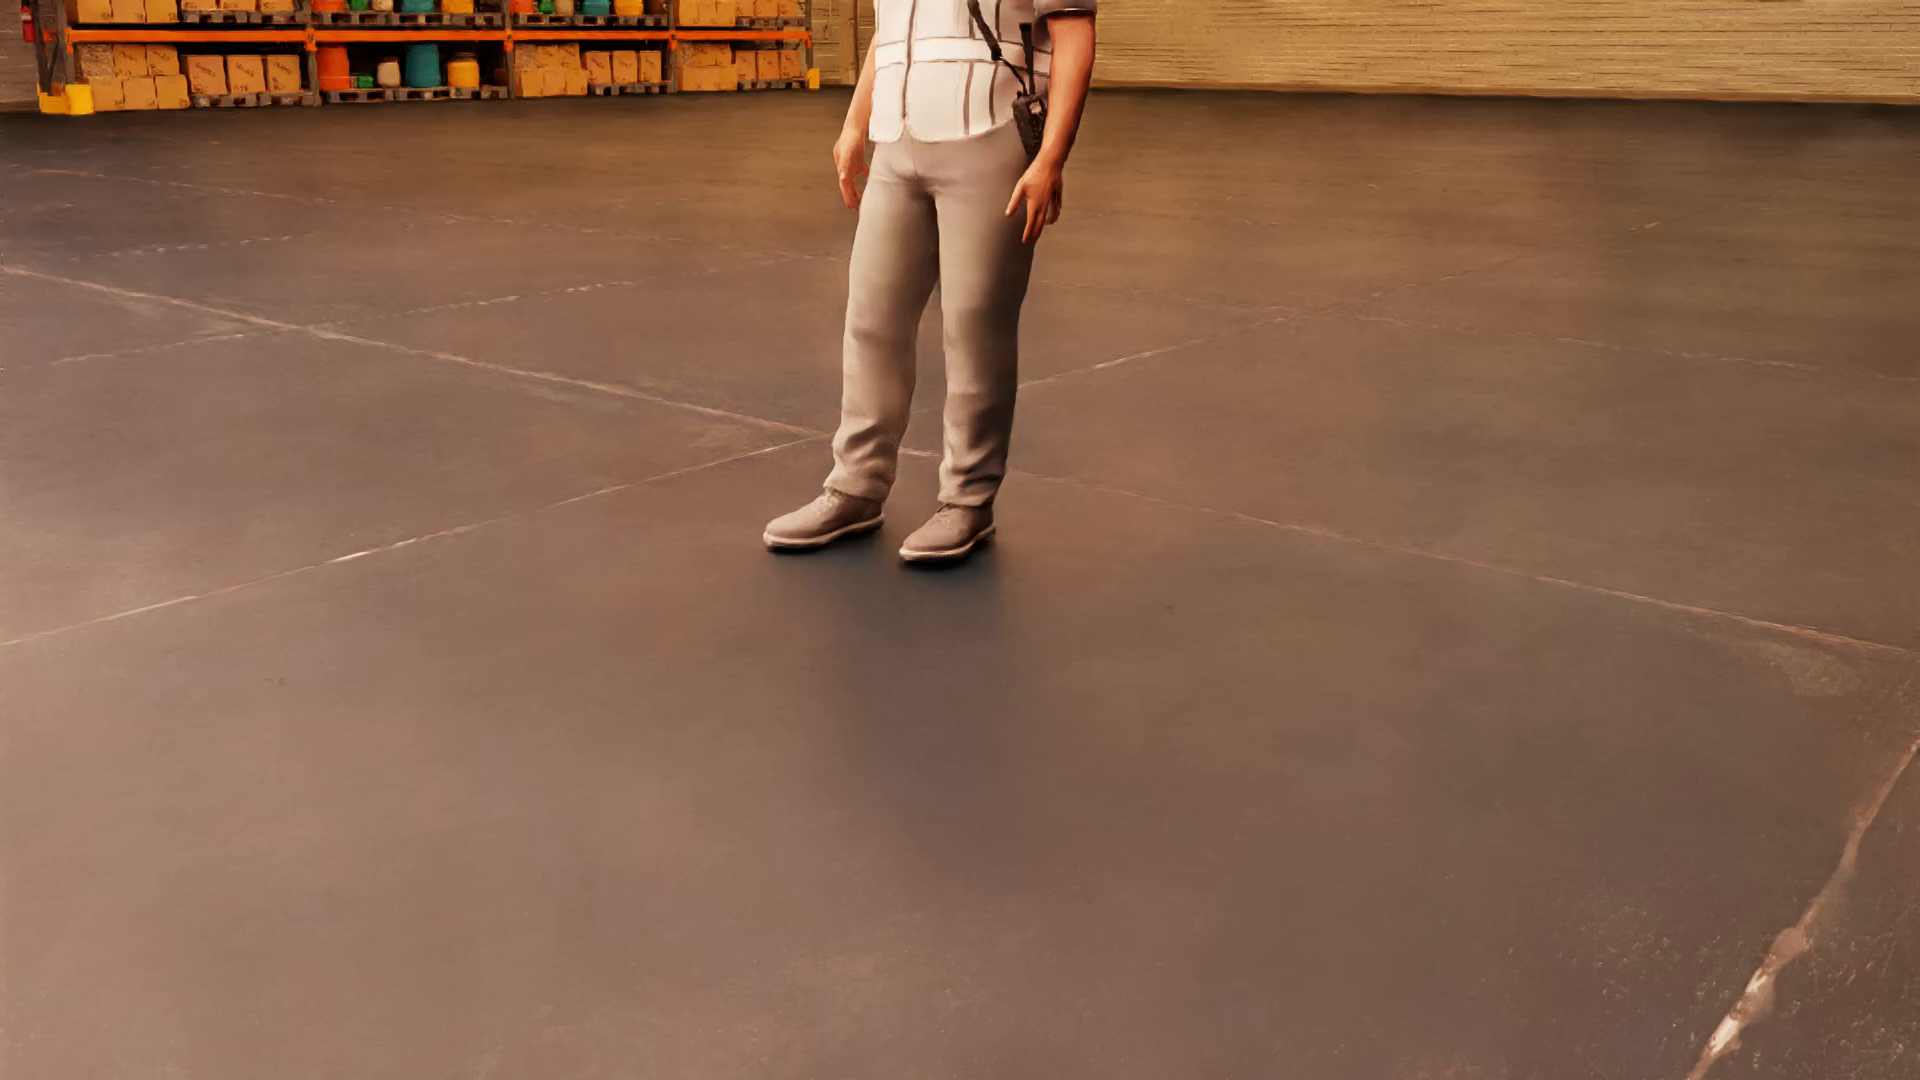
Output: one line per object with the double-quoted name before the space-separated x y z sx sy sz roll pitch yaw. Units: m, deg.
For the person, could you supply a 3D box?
"person" -0.059 -0.844 3.631 0.640 1.778 0.574 13 21 37
